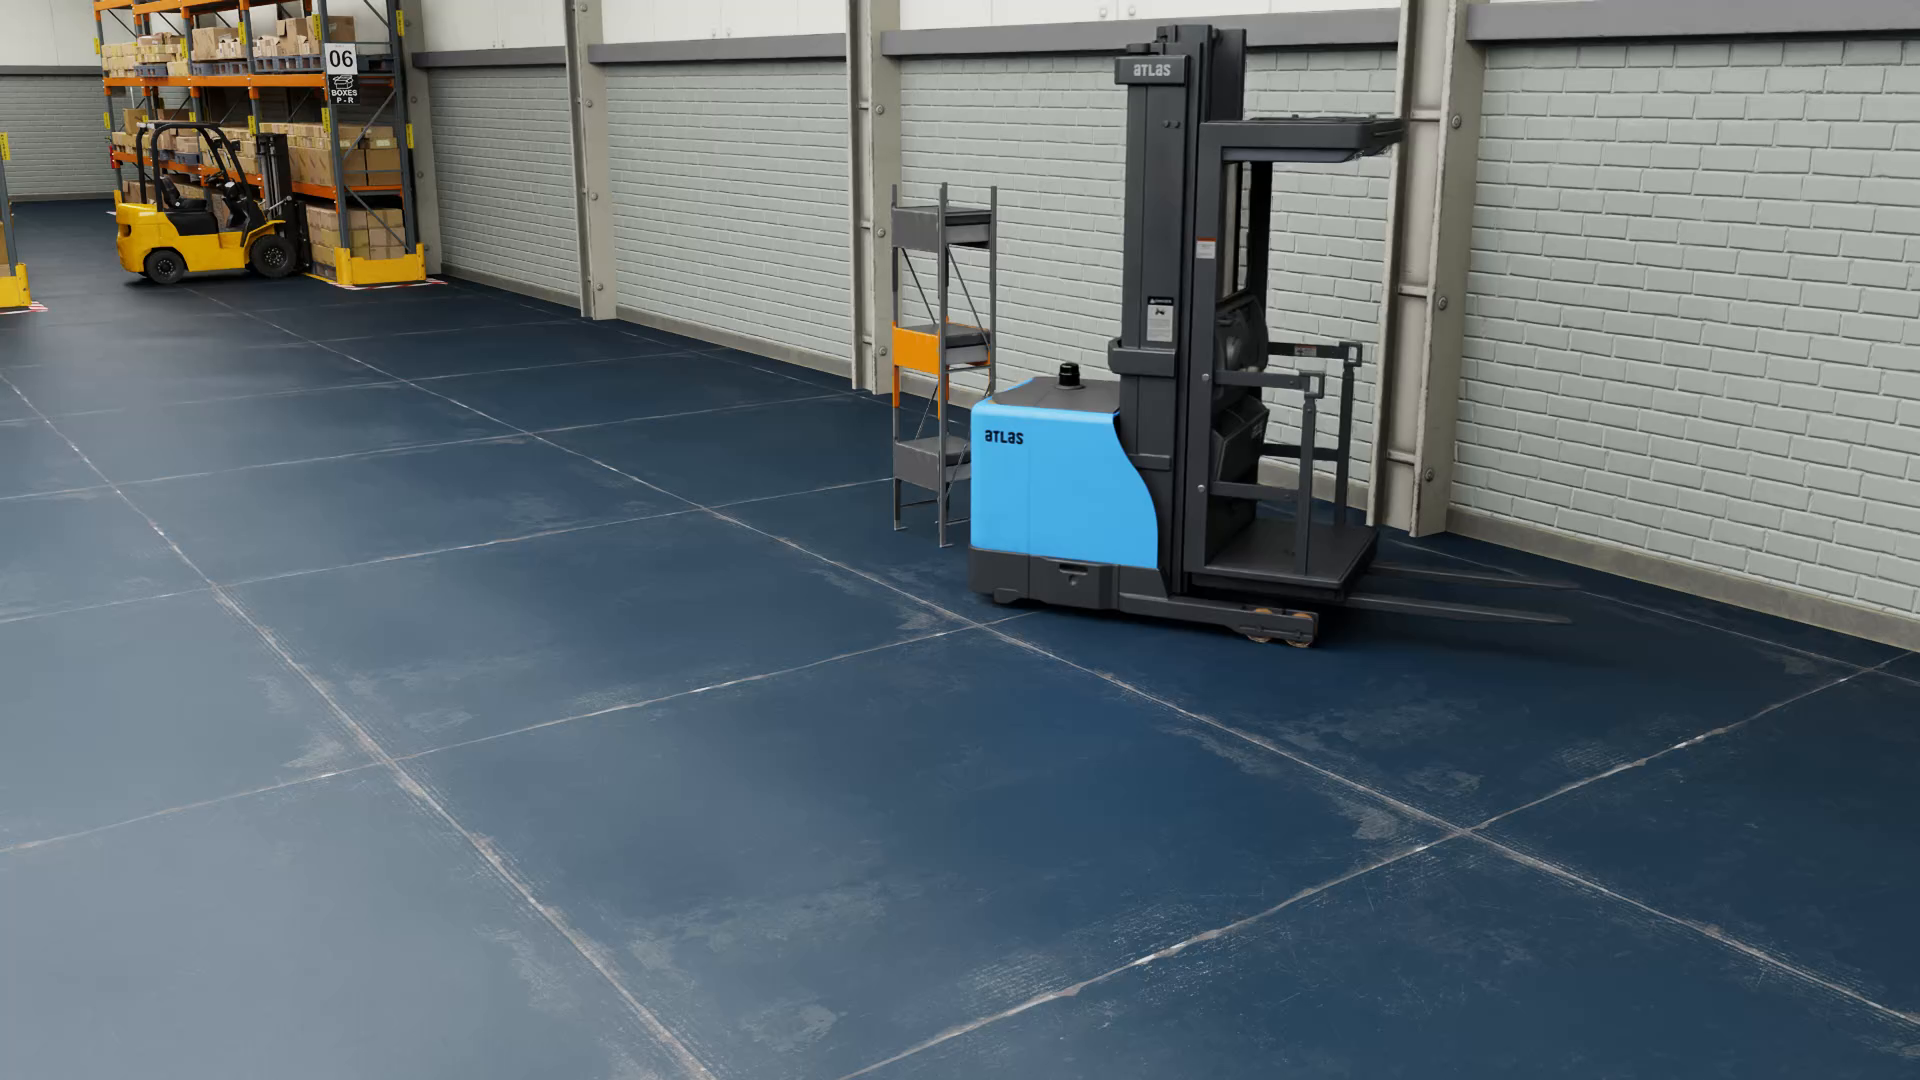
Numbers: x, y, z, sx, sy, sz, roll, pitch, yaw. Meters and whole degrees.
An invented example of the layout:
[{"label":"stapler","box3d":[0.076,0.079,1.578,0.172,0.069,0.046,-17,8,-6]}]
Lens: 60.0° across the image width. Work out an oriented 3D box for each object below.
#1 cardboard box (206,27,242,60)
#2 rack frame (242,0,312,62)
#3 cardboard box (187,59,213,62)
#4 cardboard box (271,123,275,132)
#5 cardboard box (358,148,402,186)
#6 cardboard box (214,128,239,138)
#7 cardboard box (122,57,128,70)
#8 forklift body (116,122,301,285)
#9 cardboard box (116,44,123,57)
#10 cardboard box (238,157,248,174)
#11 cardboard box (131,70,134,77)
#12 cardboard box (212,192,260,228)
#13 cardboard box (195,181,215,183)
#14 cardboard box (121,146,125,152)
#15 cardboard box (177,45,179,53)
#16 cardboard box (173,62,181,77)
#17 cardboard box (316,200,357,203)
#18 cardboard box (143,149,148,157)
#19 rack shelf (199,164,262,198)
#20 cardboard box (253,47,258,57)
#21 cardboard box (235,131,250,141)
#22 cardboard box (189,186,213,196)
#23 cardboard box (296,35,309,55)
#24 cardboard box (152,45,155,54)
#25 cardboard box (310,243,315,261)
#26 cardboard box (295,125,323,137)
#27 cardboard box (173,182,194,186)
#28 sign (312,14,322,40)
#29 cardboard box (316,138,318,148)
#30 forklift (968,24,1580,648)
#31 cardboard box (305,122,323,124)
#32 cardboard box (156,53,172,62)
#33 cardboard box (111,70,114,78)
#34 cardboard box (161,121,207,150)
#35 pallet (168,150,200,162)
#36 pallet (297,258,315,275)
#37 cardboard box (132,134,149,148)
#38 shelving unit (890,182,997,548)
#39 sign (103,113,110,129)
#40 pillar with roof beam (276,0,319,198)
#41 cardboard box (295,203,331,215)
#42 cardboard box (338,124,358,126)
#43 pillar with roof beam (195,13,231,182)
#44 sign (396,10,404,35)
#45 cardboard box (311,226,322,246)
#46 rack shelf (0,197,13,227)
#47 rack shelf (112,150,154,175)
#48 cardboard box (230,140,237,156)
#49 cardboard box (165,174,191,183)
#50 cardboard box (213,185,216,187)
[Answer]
[{"label":"cardboard box","box3d":[-11.995,-8.126,27.226,0.500,0.500,0.500,-10,18,-33]},{"label":"rack frame","box3d":[-10.470,-8.829,25.289,1.000,3.000,0.127,-11,19,-35]},{"label":"cardboard box","box3d":[-13.225,-8.395,28.913,0.380,0.149,0.250,-10,18,-33]},{"label":"cardboard box","box3d":[-10.281,-6.287,25.383,0.380,0.149,0.250,-11,19,-34]},{"label":"cardboard box","box3d":[-8.185,-5.279,23.491,0.500,0.500,0.500,-10,18,-33]},{"label":"cardboard box","box3d":[-12.379,-6.876,28.097,0.380,0.149,0.250,-11,19,-34]},{"label":"cardboard box","box3d":[-16.266,-9.446,32.947,0.500,0.250,0.500,-10,18,-33]},{"label":"forklift body","box3d":[-10.709,-4.794,23.517,2.313,2.155,1.214,-11,19,-35]},{"label":"cardboard box","box3d":[-16.570,-9.799,33.289,0.500,0.250,0.500,-10,18,-33]},{"label":"cardboard box","box3d":[-11.278,-6.037,26.734,0.500,0.250,0.500,-11,19,-35]},{"label":"cardboard box","box3d":[-16.057,-9.165,32.674,0.380,0.149,0.250,-11,19,-35]},{"label":"cardboard box","box3d":[-12.466,-5.712,28.965,0.875,0.625,0.625,-10,18,-33]},{"label":"cardboard box","box3d":[-14.565,-6.864,32.185,0.380,0.149,0.250,-11,19,-35]},{"label":"cardboard box","box3d":[-17.367,-8.217,34.892,0.380,0.149,0.250,-10,18,-33]},{"label":"cardboard box","box3d":[-13.645,-8.710,29.500,0.380,0.149,0.250,-11,19,-35]},{"label":"cardboard box","box3d":[-13.616,-8.343,29.480,0.500,0.250,0.500,-11,19,-34]},{"label":"cardboard box","box3d":[-9.428,-5.003,25.193,0.500,0.250,0.500,-11,19,-34]},{"label":"cardboard box","box3d":[-15.909,-7.656,32.841,0.380,0.149,0.250,-10,18,-33]},{"label":"rack shelf","box3d":[-11.646,-6.016,27.736,1.077,0.370,4.000,-11,19,-35]},{"label":"cardboard box","box3d":[-10.452,-7.369,25.127,0.380,0.149,0.250,-10,18,-33]},{"label":"cardboard box","box3d":[-11.380,-6.483,26.664,0.380,0.149,0.250,-12,19,-36]},{"label":"cardboard box","box3d":[-13.887,-6.399,30.484,0.380,0.149,0.250,-11,19,-35]},{"label":"cardboard box","box3d":[-9.000,-6.898,23.185,0.396,0.266,0.258,-11,19,-34]},{"label":"cardboard box","box3d":[-14.540,-8.967,30.403,0.380,0.149,0.250,-11,19,-34]},{"label":"cardboard box","box3d":[-9.222,-4.225,24.244,0.500,0.250,0.500,-11,19,-34]},{"label":"cardboard box","box3d":[-9.331,-5.887,23.921,0.380,0.149,0.250,-10,18,-33]},{"label":"cardboard box","box3d":[-14.793,-6.736,31.714,0.380,0.149,0.250,-12,19,-37]},{"label":"sign","box3d":[-8.565,-6.836,22.161,0.100,0.325,0.005,-11,19,-35]},{"label":"cardboard box","box3d":[-8.826,-5.588,23.392,0.380,0.149,0.250,-10,18,-34]},{"label":"forklift","box3d":[1.609,-1.046,8.346,3.031,2.935,1.130,6,17,22]},{"label":"cardboard box","box3d":[-9.924,-6.359,25.646,0.380,0.149,0.250,-11,19,-36]},{"label":"cardboard box","box3d":[-14.395,-8.770,30.247,0.380,0.149,0.250,-10,18,-33]},{"label":"cardboard box","box3d":[-17.151,-9.541,34.047,0.380,0.149,0.250,-10,18,-33]},{"label":"cardboard box","box3d":[-14.304,-7.478,30.733,0.700,0.500,0.500,-11,19,-35]},{"label":"pallet","box3d":[-13.969,-7.112,30.741,1.003,0.211,1.213,-11,19,-35]},{"label":"pallet","box3d":[-9.315,-4.154,24.852,1.003,0.211,1.213,-11,19,-35]},{"label":"cardboard box","box3d":[-16.260,-7.999,33.341,0.500,0.250,0.500,-11,19,-35]},{"label":"shelving unit","box3d":[-0.097,-1.048,9.928,0.431,2.100,0.503,-11,19,-35]},{"label":"sign","box3d":[-17.965,-8.831,35.021,0.100,0.325,0.005,-11,19,-35]},{"label":"pillar with roof beam","box3d":[-14.809,-8.877,25.462,9.100,9.000,0.400,-11,19,-35]},{"label":"cardboard box","box3d":[-9.543,-4.814,24.501,0.500,0.250,0.500,-11,19,-36]},{"label":"cardboard box","box3d":[-9.029,-6.026,24.428,0.380,0.149,0.250,-11,19,-34]},{"label":"pillar with roof beam","box3d":[-18.336,-10.158,30.143,9.100,9.000,0.400,-11,19,-35]},{"label":"sign","box3d":[-7.666,-7.073,22.748,0.100,0.325,0.005,-11,19,-35]},{"label":"cardboard box","box3d":[-8.943,-4.363,23.801,0.500,0.250,0.500,-11,19,-35]},{"label":"rack shelf","box3d":[-13.307,-4.390,21.797,1.077,0.370,4.000,-11,19,-35]},{"label":"rack shelf","box3d":[-16.350,-7.724,33.978,1.077,0.370,4.000,-11,19,-35]},{"label":"cardboard box","box3d":[-11.570,-6.388,27.072,0.500,0.250,0.500,-10,18,-33]},{"label":"cardboard box","box3d":[-14.987,-6.931,31.866,0.380,0.149,0.250,-12,19,-37]},{"label":"cardboard box","box3d":[-13.680,-6.527,30.953,0.380,0.149,0.250,-11,19,-34]}]
